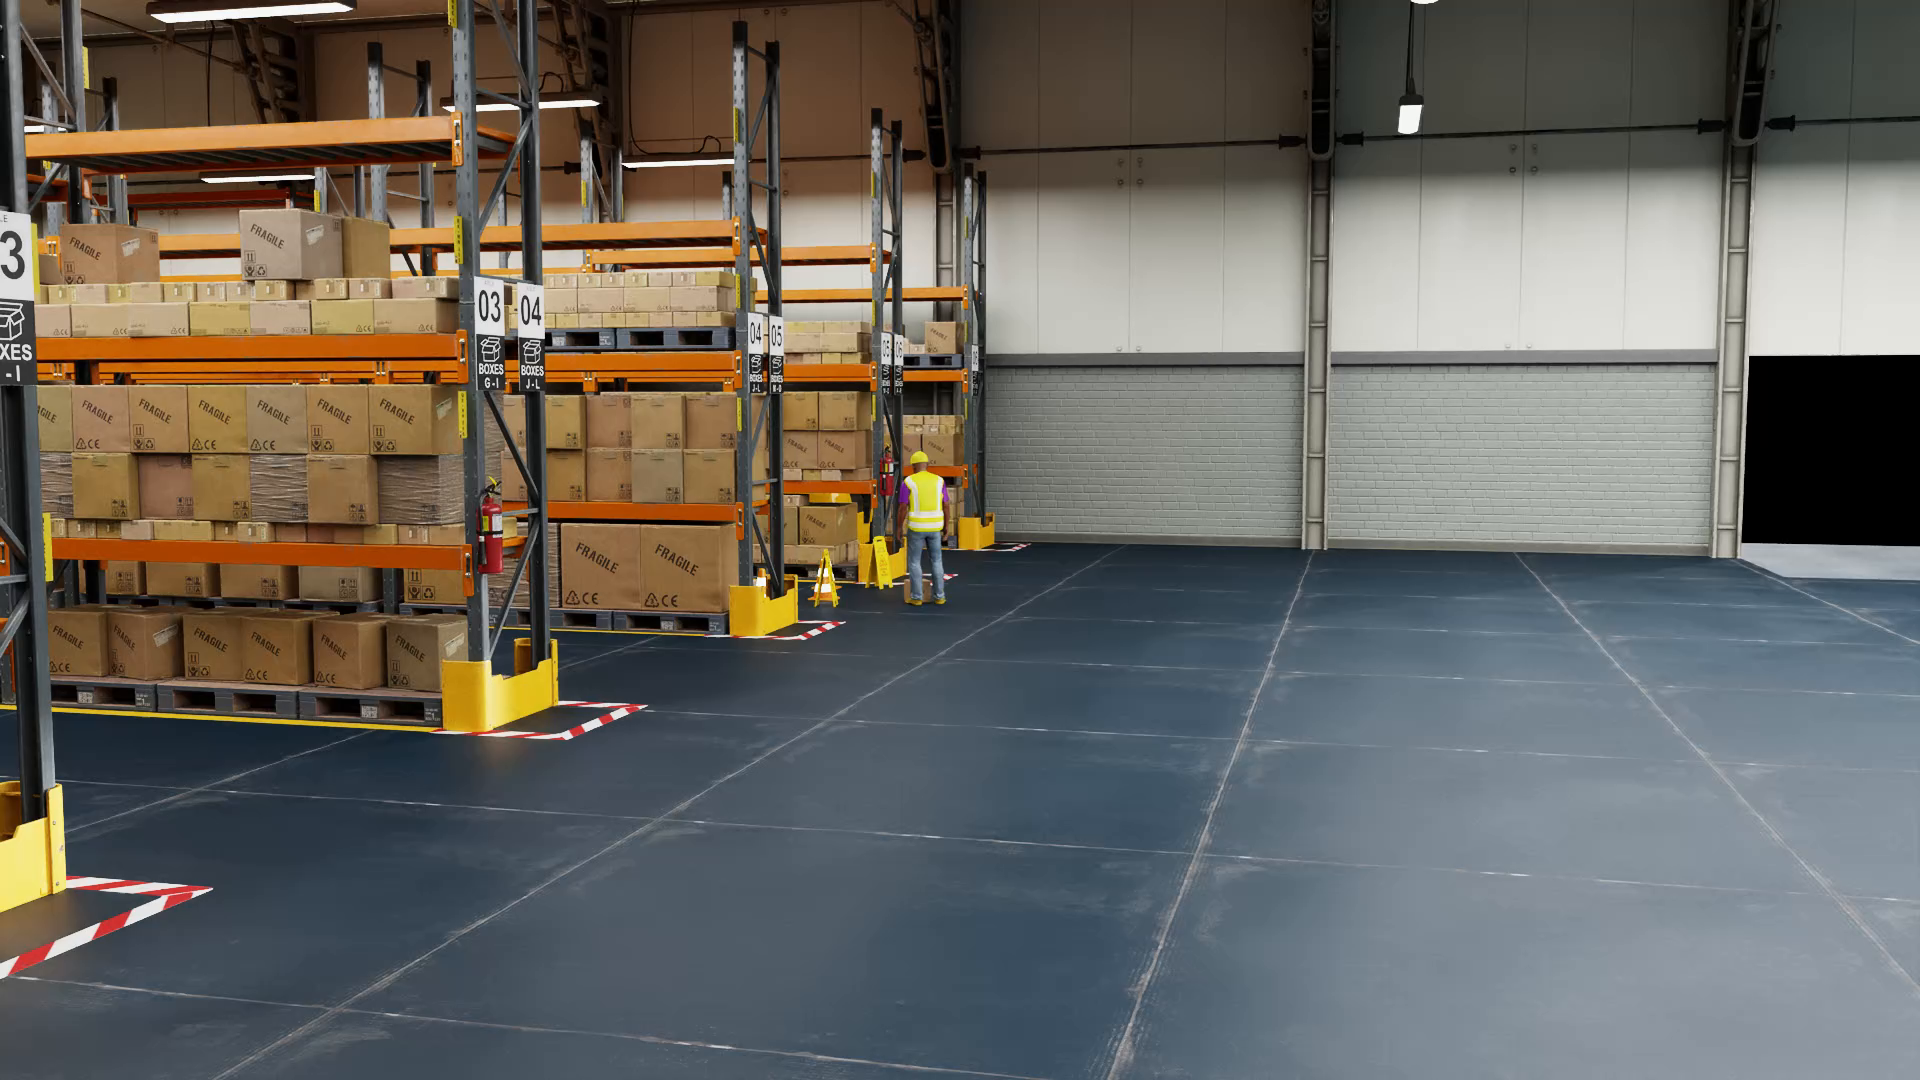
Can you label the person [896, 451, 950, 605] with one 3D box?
[{"bbox_3d":[-0.425,-0.140,19.089,0.635,1.760,0.455,-2,5,-19],"label":"person"}]
